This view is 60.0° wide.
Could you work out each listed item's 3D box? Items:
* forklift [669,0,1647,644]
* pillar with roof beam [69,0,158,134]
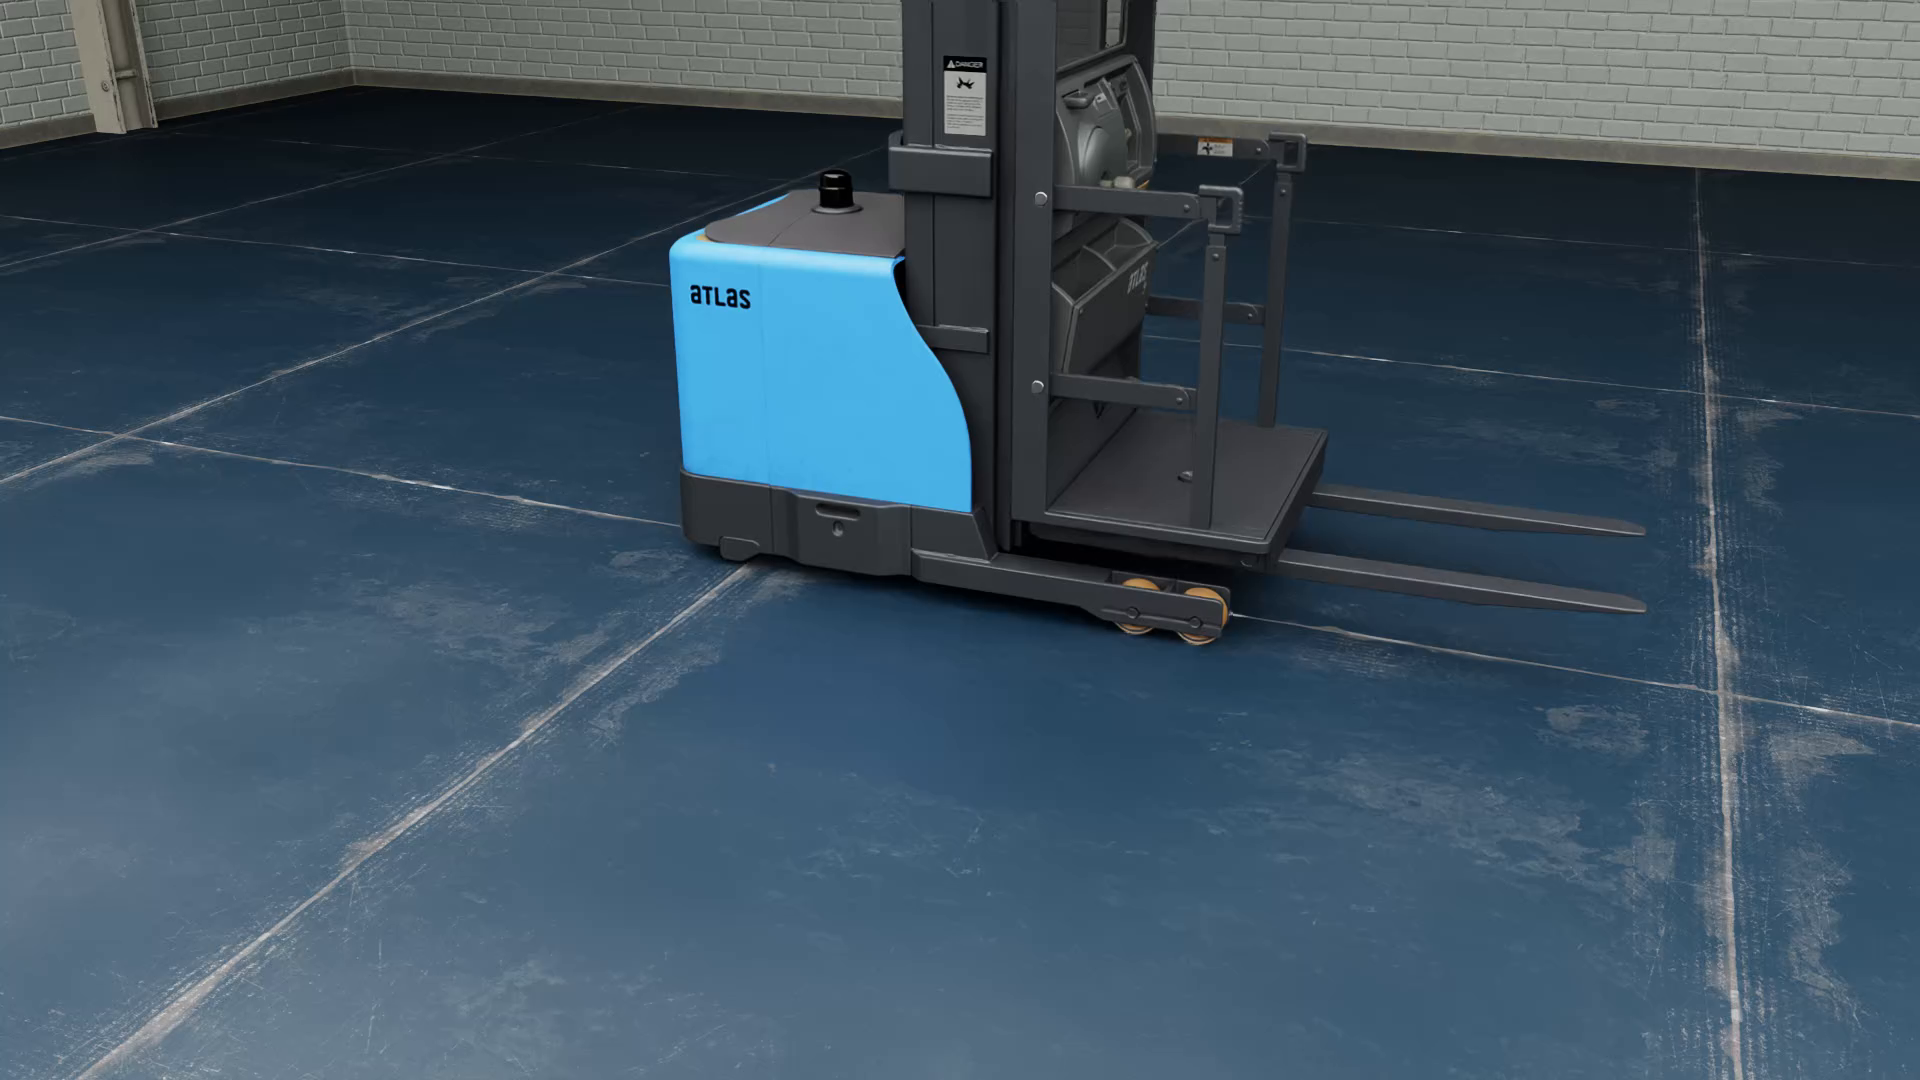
[{"bbox_3d":[0.636,-1.271,4.989,3.031,2.935,1.130,8,24,19],"label":"forklift"},{"bbox_3d":[-3.054,-7.011,10.861,9.100,9.000,0.400,9,24,20],"label":"pillar with roof beam"}]
